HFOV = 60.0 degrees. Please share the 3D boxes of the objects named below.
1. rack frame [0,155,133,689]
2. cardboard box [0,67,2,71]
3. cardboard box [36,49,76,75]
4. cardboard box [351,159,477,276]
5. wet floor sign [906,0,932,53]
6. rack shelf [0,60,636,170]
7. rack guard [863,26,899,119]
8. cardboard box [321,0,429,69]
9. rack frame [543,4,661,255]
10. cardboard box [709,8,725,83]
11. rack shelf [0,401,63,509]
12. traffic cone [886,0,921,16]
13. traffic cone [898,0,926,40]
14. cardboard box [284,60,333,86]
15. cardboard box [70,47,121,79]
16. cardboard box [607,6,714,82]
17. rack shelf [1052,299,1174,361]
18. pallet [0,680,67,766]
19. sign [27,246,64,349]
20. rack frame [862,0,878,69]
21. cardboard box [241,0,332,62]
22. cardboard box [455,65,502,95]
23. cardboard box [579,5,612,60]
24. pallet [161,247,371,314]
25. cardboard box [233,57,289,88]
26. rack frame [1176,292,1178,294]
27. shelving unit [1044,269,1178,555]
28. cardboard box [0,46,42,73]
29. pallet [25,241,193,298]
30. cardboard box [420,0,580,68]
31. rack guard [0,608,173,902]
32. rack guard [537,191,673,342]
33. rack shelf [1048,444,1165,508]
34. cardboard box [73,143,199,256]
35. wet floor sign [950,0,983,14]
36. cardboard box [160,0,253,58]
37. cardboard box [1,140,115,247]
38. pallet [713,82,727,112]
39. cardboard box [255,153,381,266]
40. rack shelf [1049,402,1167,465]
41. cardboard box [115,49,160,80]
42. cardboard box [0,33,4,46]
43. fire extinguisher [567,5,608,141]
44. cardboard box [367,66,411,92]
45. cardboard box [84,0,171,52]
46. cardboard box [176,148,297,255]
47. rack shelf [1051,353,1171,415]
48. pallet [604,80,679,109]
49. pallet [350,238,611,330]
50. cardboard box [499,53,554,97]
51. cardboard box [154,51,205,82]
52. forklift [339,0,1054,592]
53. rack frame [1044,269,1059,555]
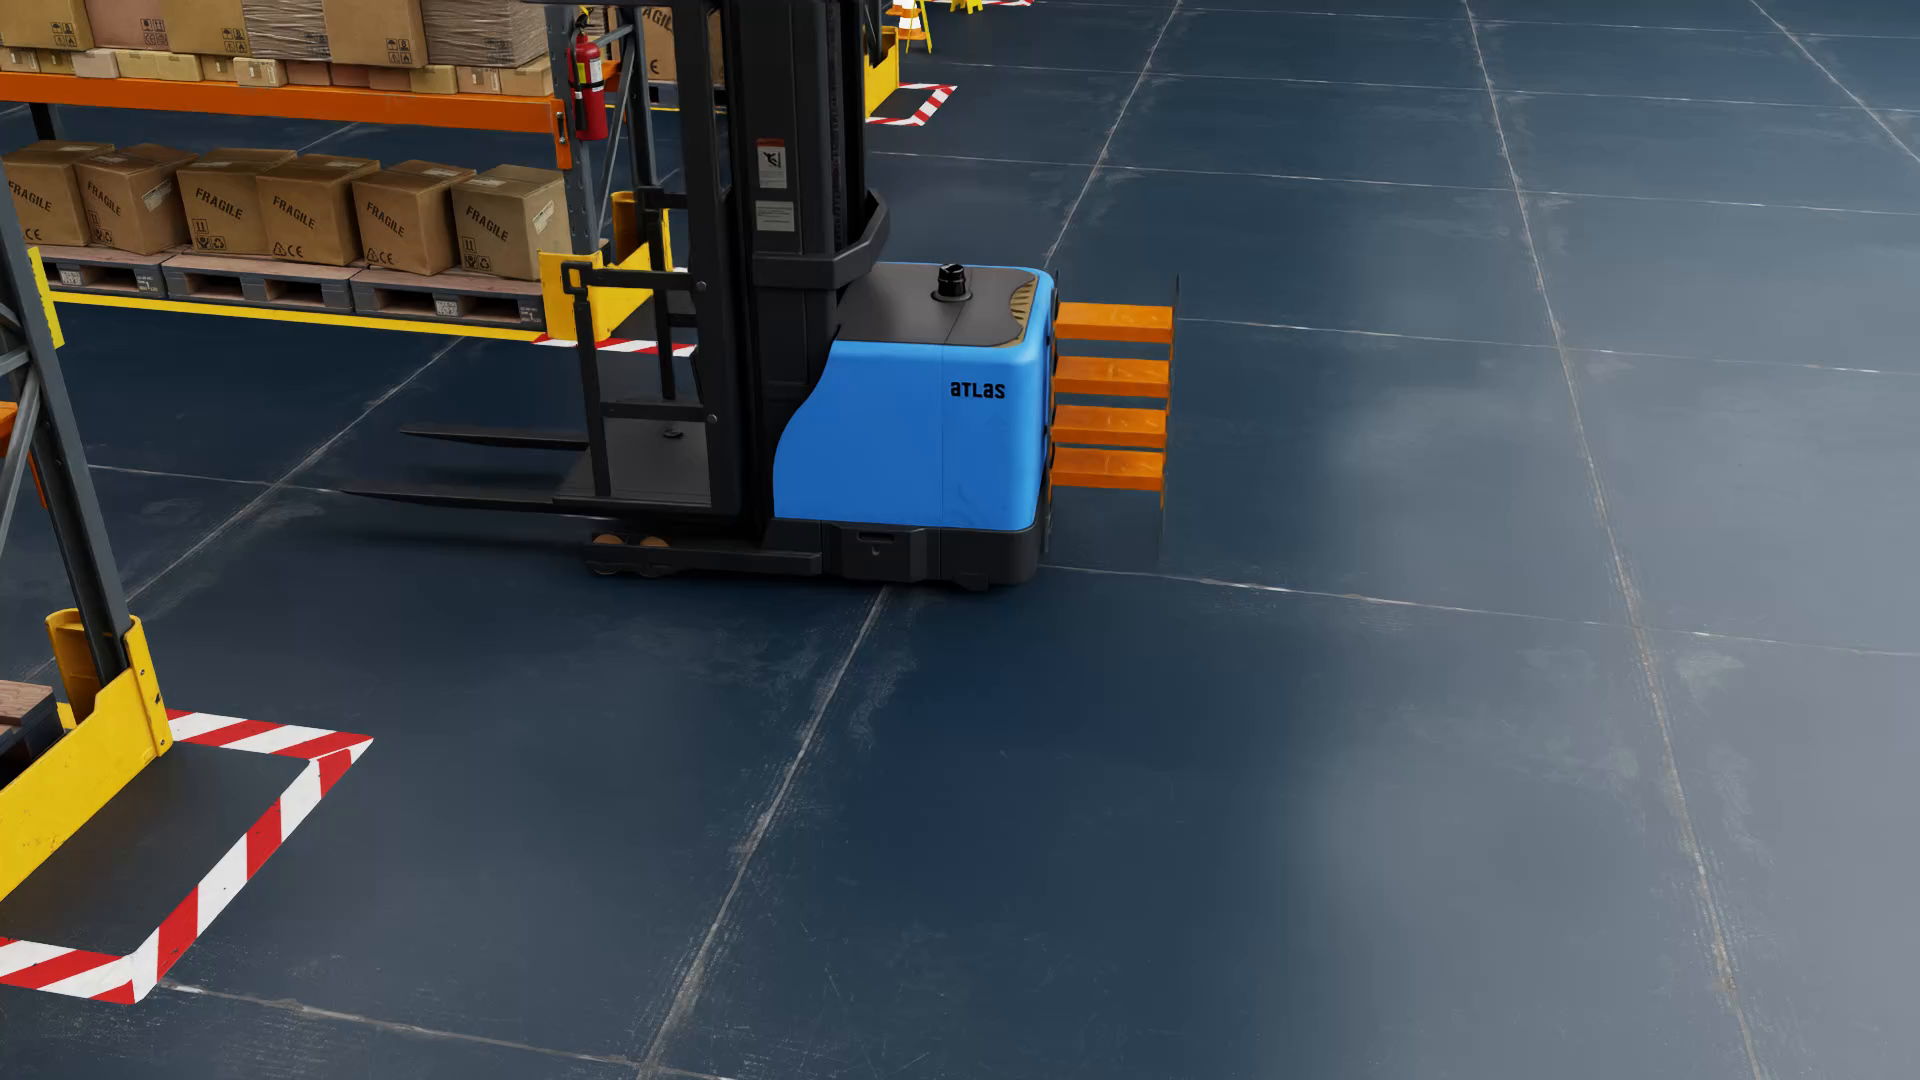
[{"bbox_3d":[-2.999,-0.368,4.798,0.127,3.000,1.000,6,29,11],"label":"rack frame"},{"bbox_3d":[-5.487,-2.791,9.486,0.250,0.149,0.380,6,29,11],"label":"cardboard box"},{"bbox_3d":[-4.990,-2.758,9.426,0.250,0.149,0.380,6,29,11],"label":"cardboard box"},{"bbox_3d":[-3.163,-1.896,9.755,0.500,0.500,0.500,14,32,24],"label":"cardboard box"},{"bbox_3d":[-0.388,-4.907,15.542,0.232,0.644,0.267,1,29,2],"label":"wet floor sign"},{"bbox_3d":[-3.920,-2.579,9.586,4.000,0.370,1.077,6,29,11],"label":"rack shelf"},{"bbox_3d":[-0.806,-3.914,13.879,0.348,0.500,1.175,6,29,11],"label":"rack guard"},{"bbox_3d":[-3.011,-2.930,9.065,0.500,0.500,0.875,6,29,11],"label":"cardboard box"},{"bbox_3d":[-1.964,-2.694,9.047,0.127,3.000,1.000,6,29,11],"label":"rack frame"},{"bbox_3d":[-1.507,-4.302,13.760,0.875,0.875,0.875,6,29,11],"label":"cardboard box"},{"bbox_3d":[-4.955,-0.253,5.338,4.000,0.370,1.077,6,29,11],"label":"rack shelf"},{"bbox_3d":[-0.585,-5.673,17.129,0.334,0.463,0.336,6,29,11],"label":"traffic cone"},{"bbox_3d":[-0.484,-5.117,16.115,0.334,0.463,0.336,6,29,11],"label":"traffic cone"},{"bbox_3d":[-3.512,-2.633,9.198,0.250,0.149,0.380,6,29,11],"label":"cardboard box"},{"bbox_3d":[-4.754,-2.714,9.345,0.250,0.149,0.380,6,29,11],"label":"cardboard box"},{"bbox_3d":[-2.368,-4.390,13.920,0.875,0.875,0.875,5,29,10],"label":"cardboard box"},{"bbox_3d":[0.624,-0.851,6.737,0.480,0.148,0.258,3,29,6],"label":"rack shelf"},{"bbox_3d":[-3.876,0.786,5.595,1.213,0.211,1.003,6,29,11],"label":"pallet"},{"bbox_3d":[-2.880,-0.747,5.203,0.005,0.325,0.100,6,29,11],"label":"sign"},{"bbox_3d":[-0.831,-5.012,13.281,0.053,2.616,0.949,6,29,11],"label":"rack frame"},{"bbox_3d":[-3.491,-3.001,9.193,0.500,0.500,0.875,6,29,11],"label":"cardboard box"},{"bbox_3d":[-2.531,-2.541,9.029,0.250,0.149,0.380,6,29,11],"label":"cardboard box"},{"bbox_3d":[-3.259,-4.482,14.088,0.875,0.875,0.875,6,29,11],"label":"cardboard box"},{"bbox_3d":[-4.015,-1.700,10.135,1.213,0.211,1.003,6,29,11],"label":"pallet"},{"bbox_3d":[-3.775,-2.617,9.167,0.250,0.149,0.380,6,29,11],"label":"cardboard box"},{"bbox_3d":[0.867,-0.492,6.900,0.006,1.046,0.228,3,29,6],"label":"rack frame"},{"bbox_3d":[0.622,-0.507,6.926,0.499,1.200,0.258,3,29,6],"label":"shelving unit"},{"bbox_3d":[-5.237,-2.779,9.464,0.250,0.149,0.380,6,29,11],"label":"cardboard box"},{"bbox_3d":[-5.212,-1.821,10.357,1.213,0.211,1.003,6,29,11],"label":"pallet"},{"bbox_3d":[-2.497,-2.936,9.076,0.500,0.500,0.875,6,29,11],"label":"cardboard box"},{"bbox_3d":[-3.083,0.743,5.372,0.348,0.500,1.175,6,29,11],"label":"rack guard"},{"bbox_3d":[-2.039,-1.605,9.661,0.348,0.500,1.175,6,29,11],"label":"rack guard"},{"bbox_3d":[0.624,-0.273,7.053,0.480,0.148,0.258,3,29,6],"label":"rack shelf"},{"bbox_3d":[-4.932,-2.070,10.073,0.500,0.500,0.500,16,32,26],"label":"cardboard box"},{"bbox_3d":[0.067,-5.794,17.161,0.232,0.644,0.267,17,33,28],"label":"wet floor sign"},{"bbox_3d":[-3.977,-3.056,9.295,0.500,0.500,0.875,6,29,11],"label":"cardboard box"},{"bbox_3d":[-5.493,-2.124,10.172,0.500,0.500,0.500,5,29,9],"label":"cardboard box"},{"bbox_3d":[-1.628,-3.833,14.032,1.213,0.211,1.003,6,29,11],"label":"pallet"},{"bbox_3d":[-3.772,-1.968,9.886,0.500,0.500,0.500,9,30,15],"label":"cardboard box"},{"bbox_3d":[0.624,-0.447,6.958,0.480,0.148,0.258,3,29,6],"label":"rack shelf"},{"bbox_3d":[-4.501,-2.708,9.335,0.250,0.149,0.380,6,29,11],"label":"cardboard box"},{"bbox_3d":[-5.449,-3.195,9.549,0.500,0.500,0.875,6,29,11],"label":"cardboard box"},{"bbox_3d":[-1.949,-2.432,8.649,0.183,0.674,0.296,6,29,11],"label":"fire extinguisher"},{"bbox_3d":[-3.027,-2.574,9.090,0.250,0.149,0.380,6,29,11],"label":"cardboard box"},{"bbox_3d":[-4.457,-3.126,9.422,0.500,0.500,0.875,6,29,11],"label":"cardboard box"},{"bbox_3d":[-4.308,-2.045,10.027,0.500,0.500,0.500,3,29,6],"label":"cardboard box"},{"bbox_3d":[0.624,-0.644,6.851,0.480,0.148,0.258,3,29,6],"label":"rack shelf"},{"bbox_3d":[-2.818,-3.957,14.258,1.213,0.211,1.003,6,29,11],"label":"pallet"},{"bbox_3d":[-2.826,-1.577,9.910,1.213,0.211,1.003,6,29,11],"label":"pallet"},{"bbox_3d":[-2.286,-2.515,8.983,0.250,0.149,0.380,6,29,11],"label":"cardboard box"},{"bbox_3d":[-4.259,-2.678,9.279,0.250,0.149,0.380,6,29,11],"label":"cardboard box"},{"bbox_3d":[-2.319,-5.768,14.733,7.636,2.935,18.991,3,29,6],"label":"forklift"},{"bbox_3d":[0.382,-0.521,6.952,0.015,1.200,0.240,3,29,6],"label":"rack frame"}]
